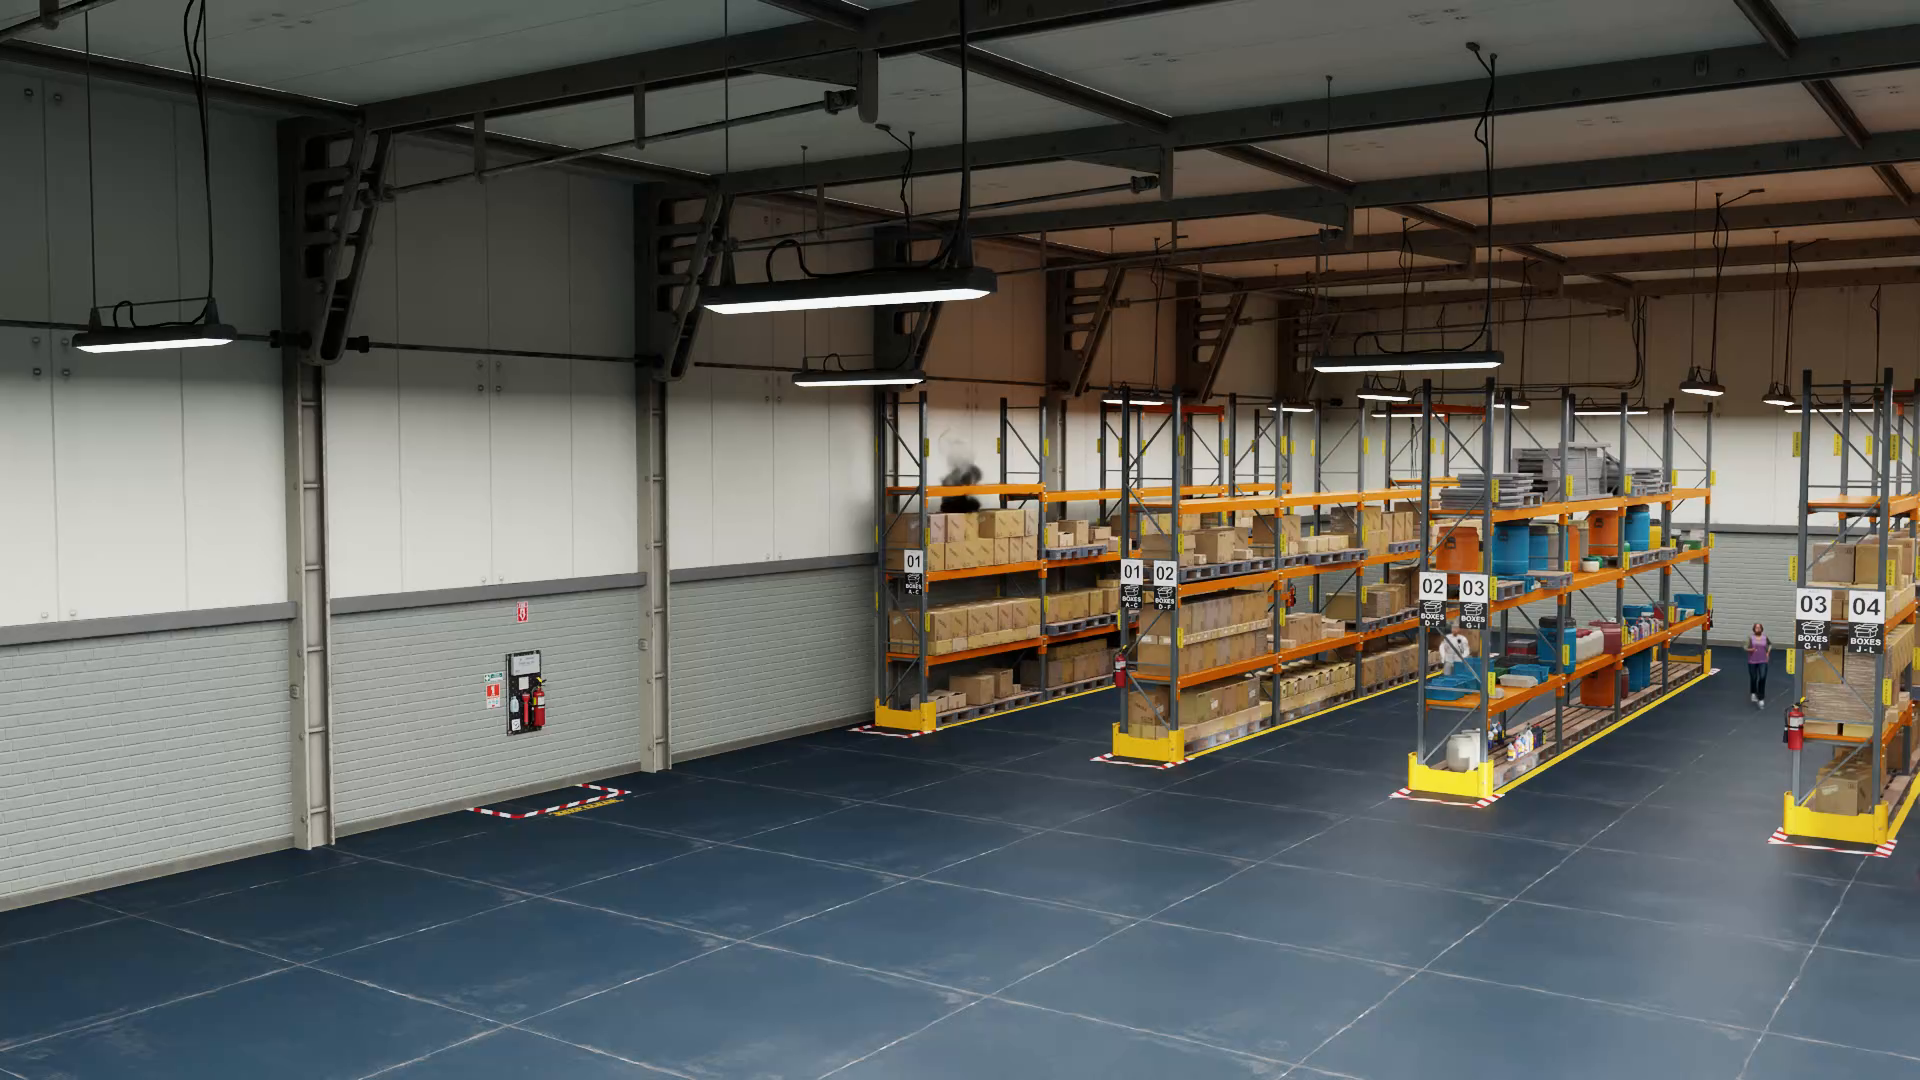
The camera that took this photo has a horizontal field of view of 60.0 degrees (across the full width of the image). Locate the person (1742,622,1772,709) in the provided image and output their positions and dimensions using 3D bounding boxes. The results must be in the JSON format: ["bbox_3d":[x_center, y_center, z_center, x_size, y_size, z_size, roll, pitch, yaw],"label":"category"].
[{"bbox_3d":[15.433,2.398,32.198,0.531,1.621,0.805,1,3,21],"label":"person"}]

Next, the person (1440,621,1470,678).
[{"bbox_3d":[9.535,2.382,32.152,0.589,1.648,0.569,2,4,26],"label":"person"}]
